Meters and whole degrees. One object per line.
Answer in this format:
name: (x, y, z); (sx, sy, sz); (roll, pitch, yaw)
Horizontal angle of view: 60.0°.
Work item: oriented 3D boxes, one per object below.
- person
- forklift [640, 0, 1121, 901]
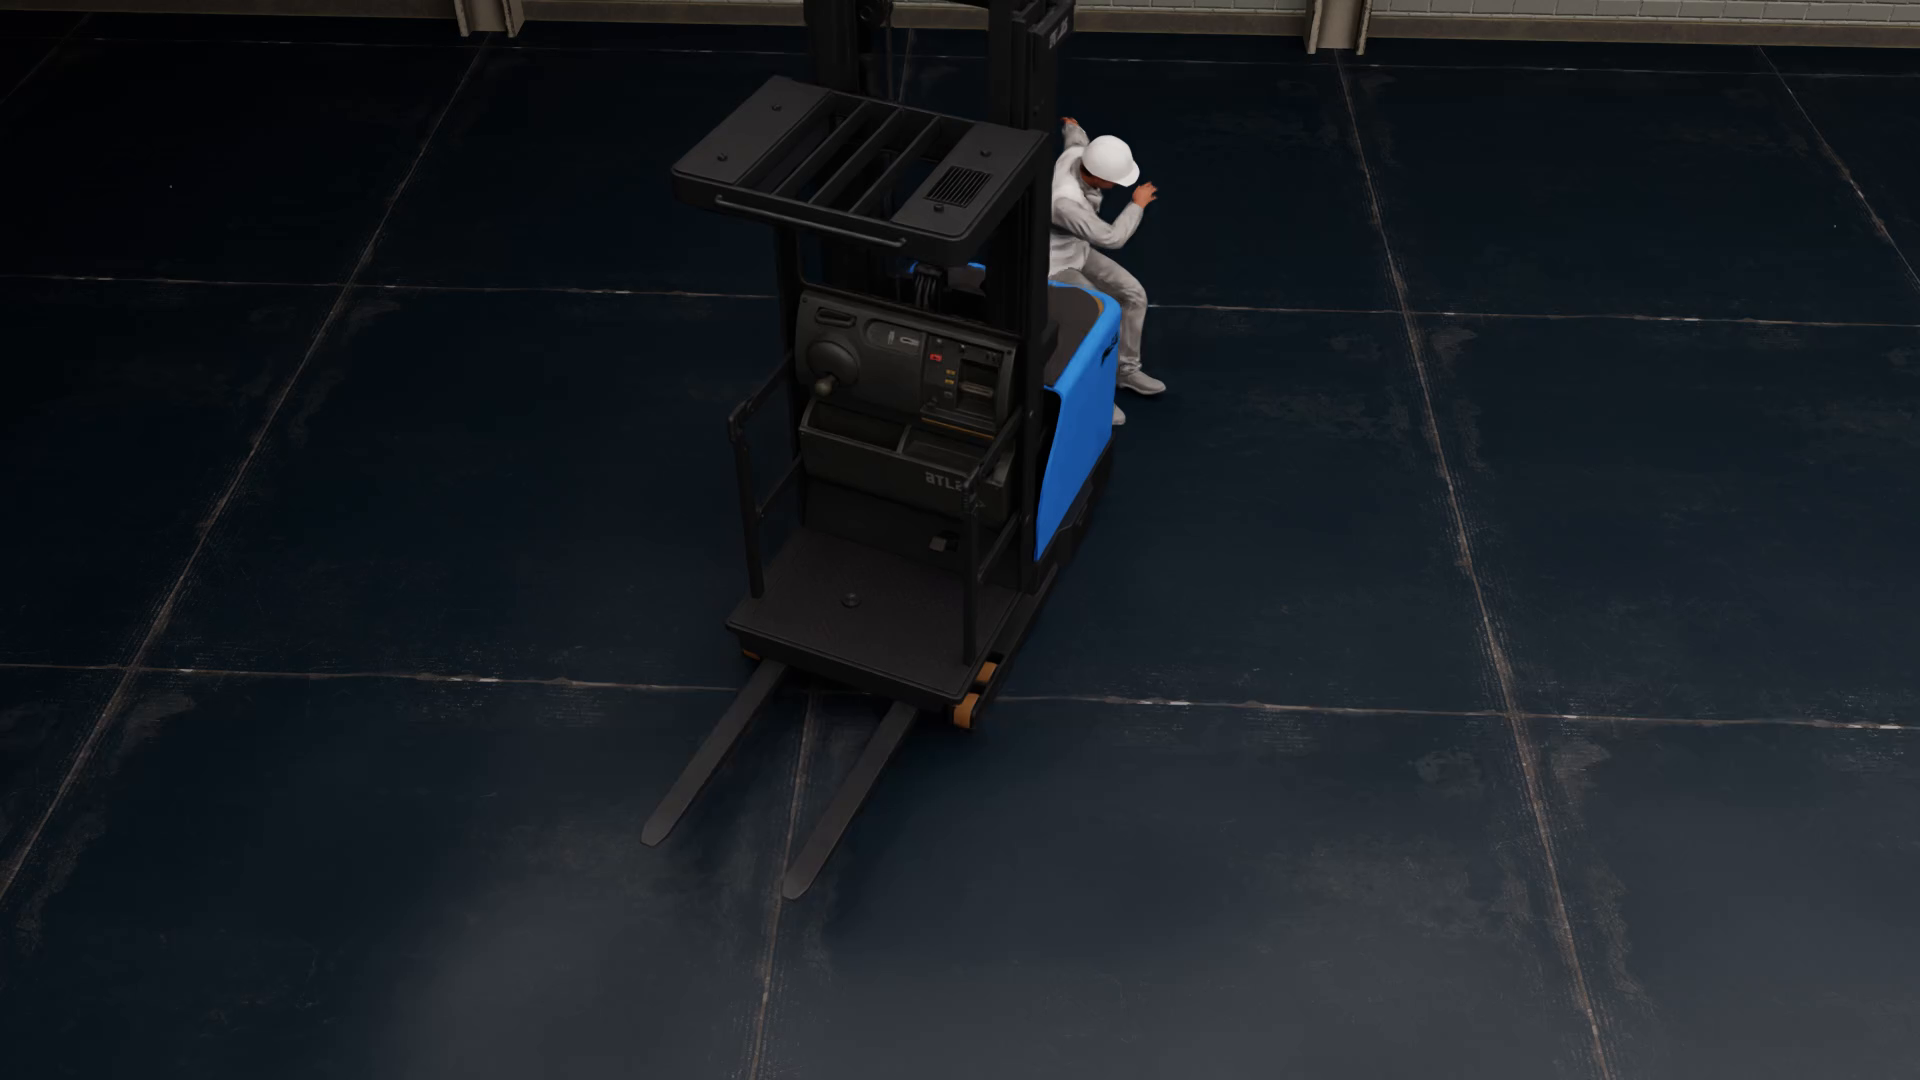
person: (0.756, -1.541, 8.546); (0.895, 1.437, 1.183); (14, 44, 15)
forklift: (-0.307, -0.614, 6.415); (1.130, 2.935, 3.031); (16, 45, 17)
